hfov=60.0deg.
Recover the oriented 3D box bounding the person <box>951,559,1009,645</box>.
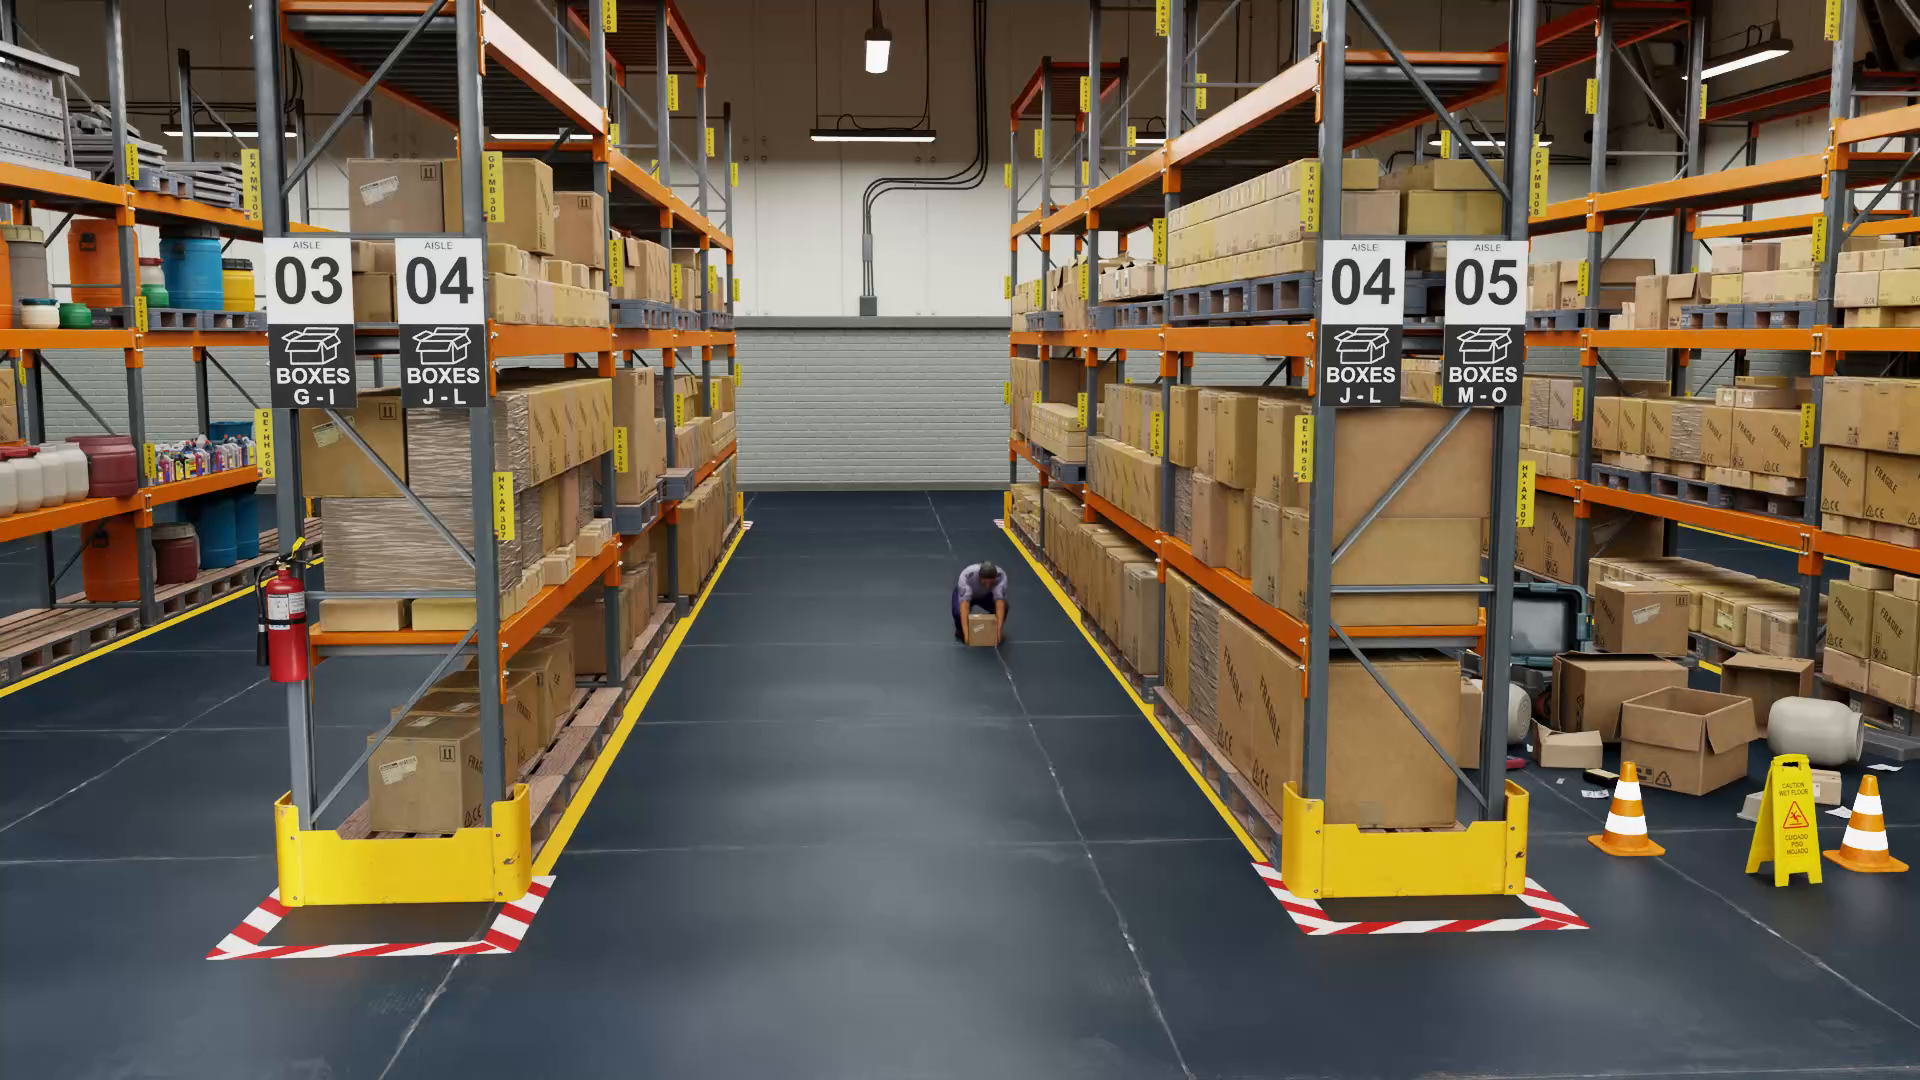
[{"bbox_3d":[0.178,0.544,15.220,0.529,0.806,0.837,-1,7,-4],"label":"person"}]
